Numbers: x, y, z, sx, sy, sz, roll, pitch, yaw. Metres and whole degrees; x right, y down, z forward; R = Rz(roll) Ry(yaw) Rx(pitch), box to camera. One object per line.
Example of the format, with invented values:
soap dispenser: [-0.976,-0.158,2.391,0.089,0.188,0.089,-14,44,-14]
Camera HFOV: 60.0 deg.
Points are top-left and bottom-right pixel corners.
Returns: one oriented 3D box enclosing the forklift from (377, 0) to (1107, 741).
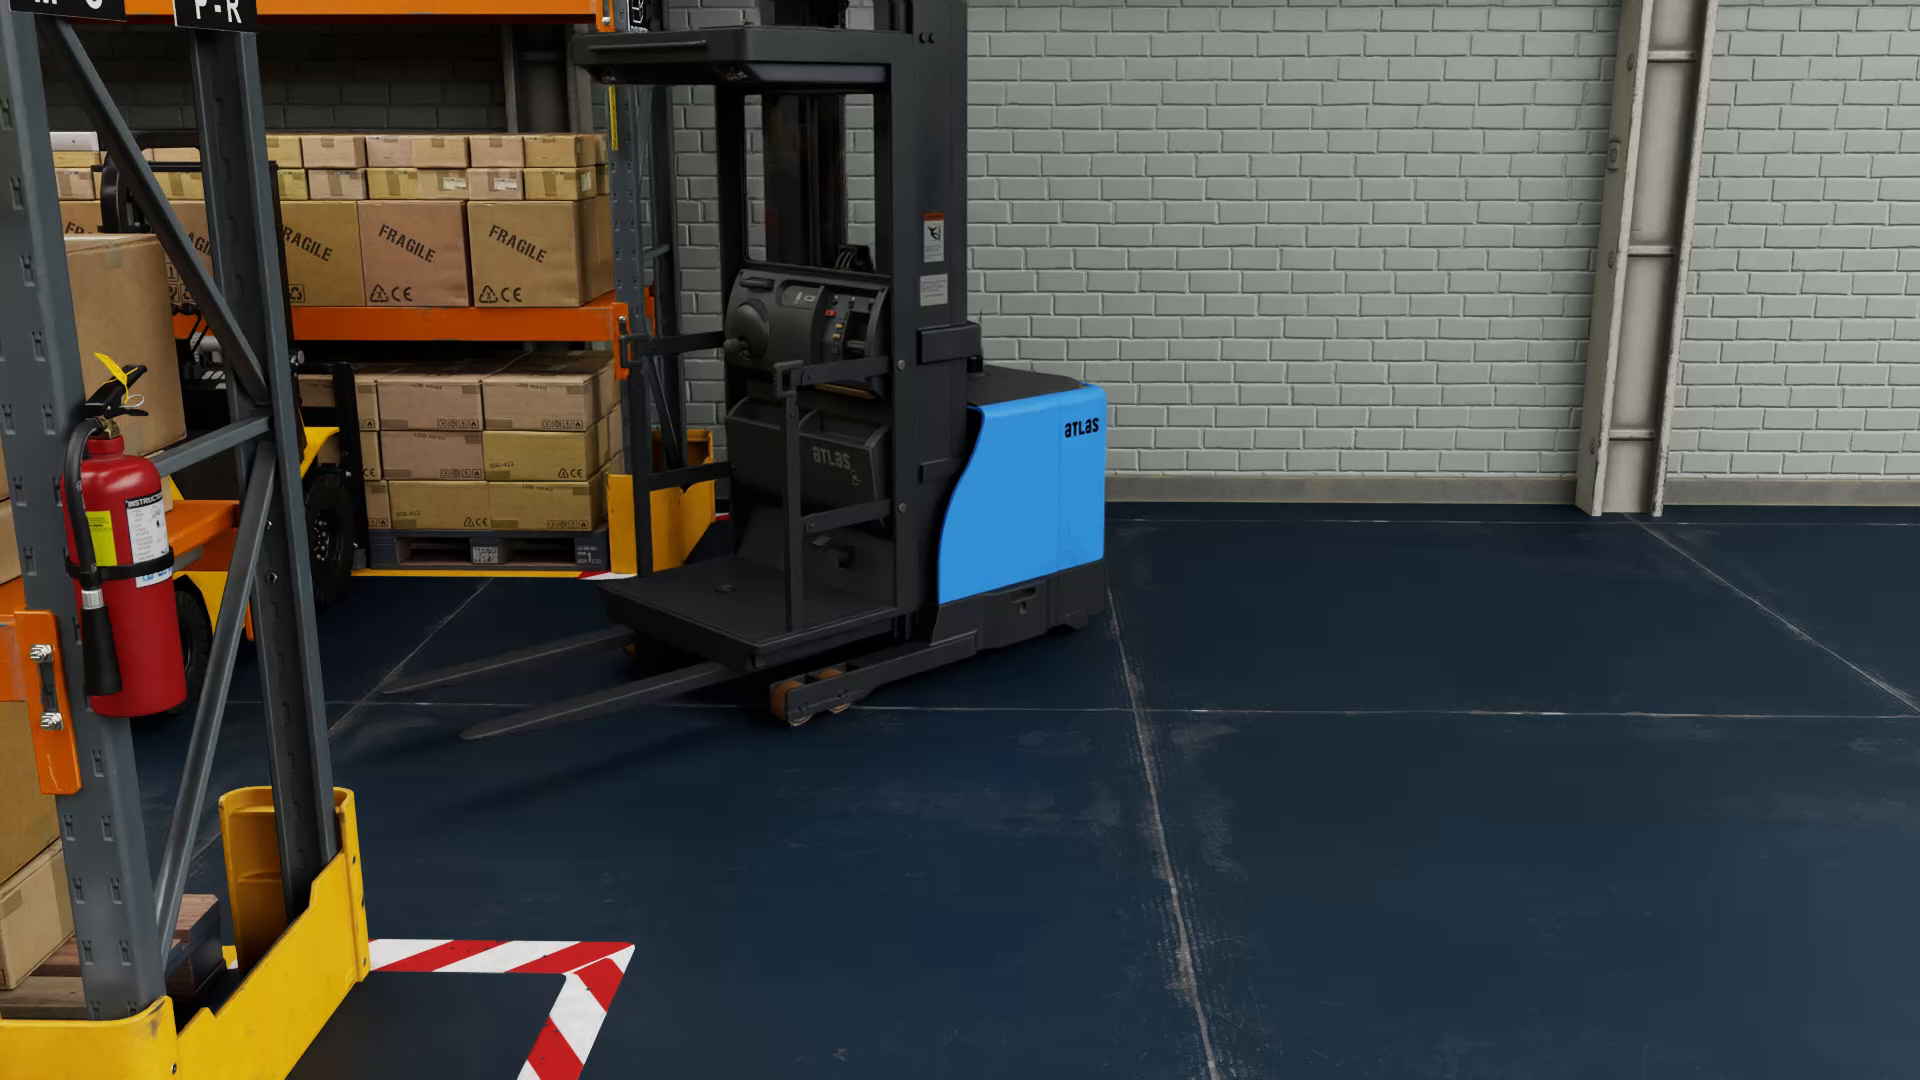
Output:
forklift: [-0.763,-0.872,6.401,3.031,2.935,1.130,-14,20,-42]

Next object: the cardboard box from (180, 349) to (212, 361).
cardboard box: [-4.061,-0.852,8.798,0.500,0.250,0.500,0,15,2]

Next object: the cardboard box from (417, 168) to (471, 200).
cardboard box: [-2.439,-1.734,8.063,0.250,0.149,0.380,1,15,2]

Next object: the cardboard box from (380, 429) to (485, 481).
cardboard box: [-2.567,-0.474,8.344,0.500,0.250,0.500,0,15,1]

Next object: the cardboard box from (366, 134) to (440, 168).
cardboard box: [-2.691,-1.893,8.084,0.250,0.149,0.380,0,15,2]

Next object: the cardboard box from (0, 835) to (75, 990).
cardboard box: [-2.493,0.887,4.164,0.500,0.250,0.500,0,15,1]

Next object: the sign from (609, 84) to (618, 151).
sign: [-1.599,-1.965,7.676,0.005,0.325,0.100,0,15,1]

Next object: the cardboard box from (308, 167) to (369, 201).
cardboard box: [-2.955,-1.728,8.041,0.250,0.149,0.380,0,15,0]

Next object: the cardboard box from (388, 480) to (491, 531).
cardboard box: [-2.546,-0.231,8.403,0.500,0.250,0.500,0,15,1]

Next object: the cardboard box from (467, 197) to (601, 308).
cardboard box: [-2.070,-1.414,8.123,0.500,0.500,0.500,0,15,0]

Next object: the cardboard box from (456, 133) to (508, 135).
cardboard box: [-2.426,-2.000,8.491,0.250,0.149,0.380,1,15,2]

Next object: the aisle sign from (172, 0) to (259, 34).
aisle sign: [-1.624,-1.499,3.546,0.004,0.787,0.394,0,15,1]

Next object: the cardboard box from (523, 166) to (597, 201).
cardboard box: [-1.925,-1.722,8.020,0.250,0.149,0.380,1,15,2]

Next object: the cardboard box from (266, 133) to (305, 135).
cardboard box: [-3.447,-2.009,8.525,0.250,0.149,0.380,0,15,2]

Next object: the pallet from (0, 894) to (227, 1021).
pallet: [-2.581,1.170,3.992,1.213,0.211,1.003,0,15,1]

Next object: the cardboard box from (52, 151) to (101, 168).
cardboard box: [-4.225,-1.883,8.046,0.250,0.149,0.380,0,15,1]

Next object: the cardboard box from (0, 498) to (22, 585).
cardboard box: [-2.073,0.010,3.414,0.250,0.149,0.380,1,15,3]

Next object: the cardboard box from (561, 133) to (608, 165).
cardboard box: [-1.901,-1.992,8.459,0.250,0.149,0.380,0,15,0]

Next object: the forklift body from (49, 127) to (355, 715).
forklift body: [-3.513,-0.566,6.770,1.214,2.155,2.313,0,15,1]

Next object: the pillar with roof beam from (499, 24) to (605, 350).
pillar with roof beam: [-2.354,-3.467,4.340,0.400,9.000,9.100,0,15,1]

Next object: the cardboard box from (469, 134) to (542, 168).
cardboard box: [-2.182,-1.877,8.026,0.250,0.149,0.380,0,15,2]

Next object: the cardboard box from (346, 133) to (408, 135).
cardboard box: [-2.937,-2.001,8.494,0.250,0.149,0.380,1,15,3]

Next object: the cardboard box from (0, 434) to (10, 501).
cardboard box: [-2.244,-0.289,3.276,0.500,0.500,0.500,0,15,0]

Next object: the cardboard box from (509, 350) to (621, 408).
cardboard box: [-2.047,-0.838,8.742,0.500,0.250,0.500,0,15,1]

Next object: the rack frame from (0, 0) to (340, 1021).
rack frame: [-1.694,-0.164,3.580,0.127,3.000,1.000,0,15,1]

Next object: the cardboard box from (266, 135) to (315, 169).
cardboard box: [-3.213,-1.867,7.984,0.250,0.149,0.380,1,15,3]

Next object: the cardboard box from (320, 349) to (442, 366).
cardboard box: [-3.046,-0.846,8.774,0.500,0.250,0.500,0,15,1]

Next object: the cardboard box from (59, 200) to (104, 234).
cardboard box: [-4.105,-1.432,8.192,0.500,0.500,0.500,0,15,1]

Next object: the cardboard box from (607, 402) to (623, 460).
cardboard box: [-2.036,-0.601,8.824,0.500,0.250,0.500,1,15,2]

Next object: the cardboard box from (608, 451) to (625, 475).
cardboard box: [-2.057,-0.356,8.876,0.500,0.250,0.500,0,15,2]

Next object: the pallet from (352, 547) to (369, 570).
pallet: [-3.553,-0.084,8.745,1.213,0.211,1.003,0,15,1]

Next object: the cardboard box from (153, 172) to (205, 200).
cardboard box: [-3.713,-1.733,8.062,0.250,0.149,0.380,0,15,0]

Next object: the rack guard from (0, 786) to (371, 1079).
rack guard: [-1.770,1.045,3.901,0.348,0.500,1.175,0,15,1]

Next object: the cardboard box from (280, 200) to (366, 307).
cardboard box: [-3.100,-1.423,8.158,0.500,0.500,0.500,0,15,0]

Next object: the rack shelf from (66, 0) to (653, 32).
rack shelf: [-3.570,-2.545,8.136,4.000,0.370,1.077,0,15,1]

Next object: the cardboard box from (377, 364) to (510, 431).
cardboard box: [-2.550,-0.712,8.264,0.500,0.250,0.500,1,15,2]

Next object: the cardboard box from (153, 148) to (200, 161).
cardboard box: [-3.719,-1.898,8.104,0.250,0.149,0.380,0,15,2]

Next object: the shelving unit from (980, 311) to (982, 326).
shelving unit: [0.014,-0.580,8.687,0.189,1.200,0.258,0,15,1]

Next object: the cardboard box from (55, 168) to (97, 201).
cardboard box: [-4.231,-1.730,8.049,0.250,0.149,0.380,0,15,1]
